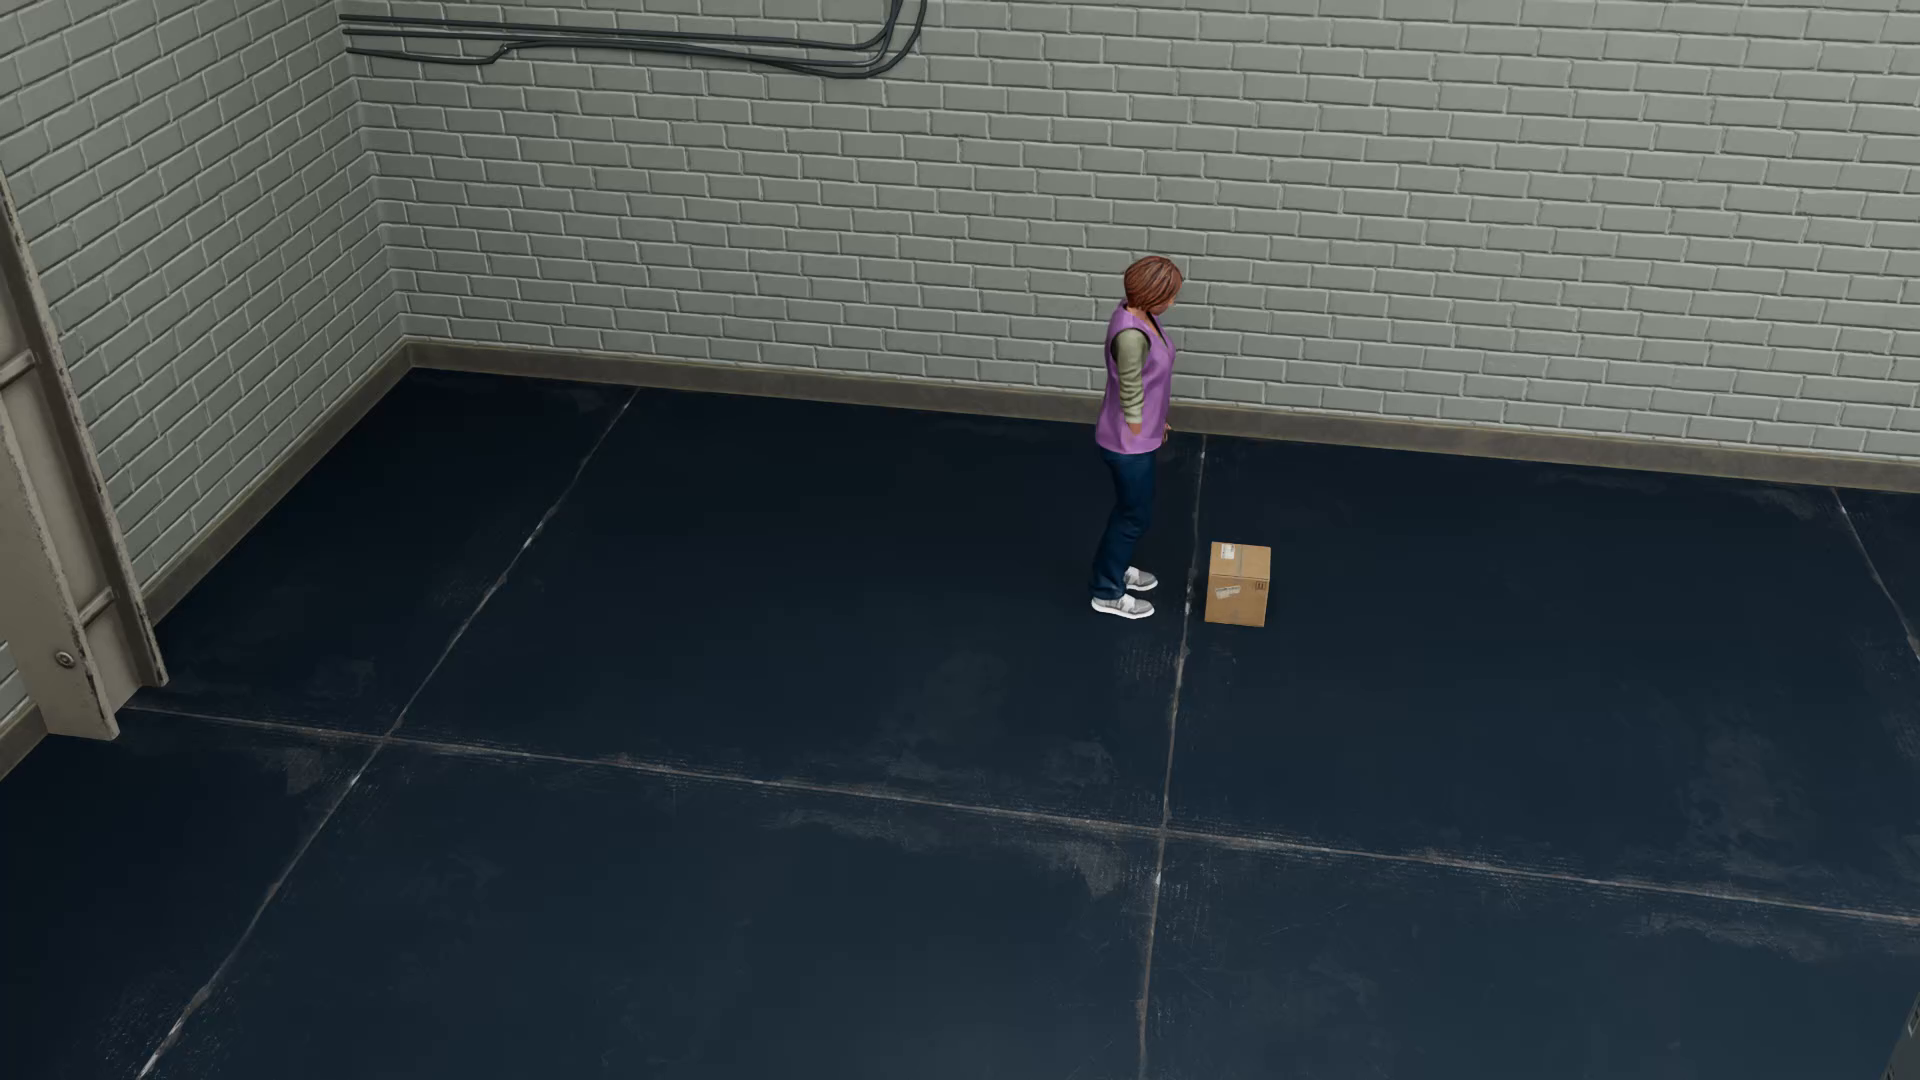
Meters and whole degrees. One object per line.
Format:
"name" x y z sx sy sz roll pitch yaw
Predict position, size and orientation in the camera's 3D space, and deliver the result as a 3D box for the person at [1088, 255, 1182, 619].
"person" 0.708 -0.428 6.826 0.305 1.591 0.410 6 33 9
